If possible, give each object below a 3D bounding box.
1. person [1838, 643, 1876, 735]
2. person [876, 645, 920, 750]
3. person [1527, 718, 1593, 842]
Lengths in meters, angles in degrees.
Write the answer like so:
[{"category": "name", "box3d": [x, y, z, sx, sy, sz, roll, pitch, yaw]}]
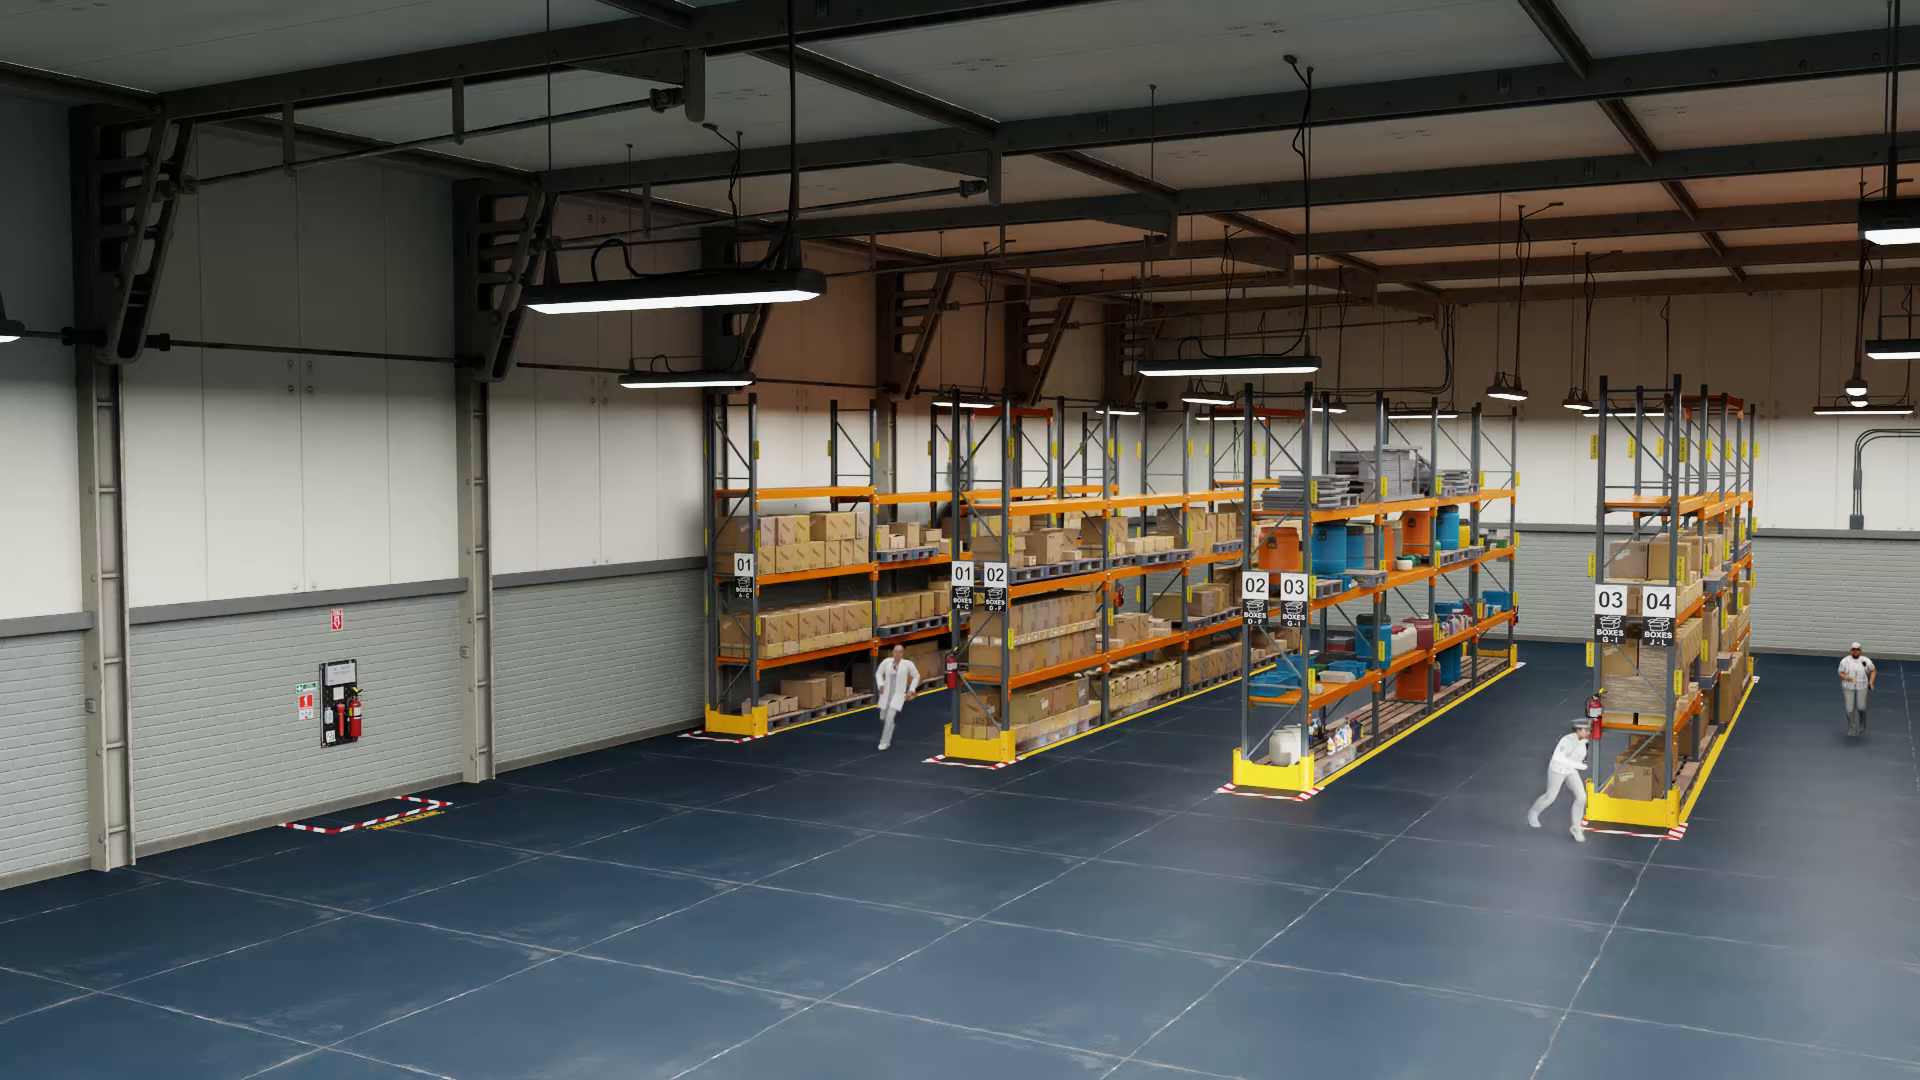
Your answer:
[{"category": "person", "box3d": [15.676, 2.613, 29.081, 0.593, 1.629, 0.577, 2, 4, 30]}, {"category": "person", "box3d": [-1.051, 2.635, 28.088, 0.768, 1.750, 0.799, 1, 3, 12]}, {"category": "person", "box3d": [7.788, 3.071, 21.582, 0.656, 1.623, 0.957, -2, 4, -32]}]
